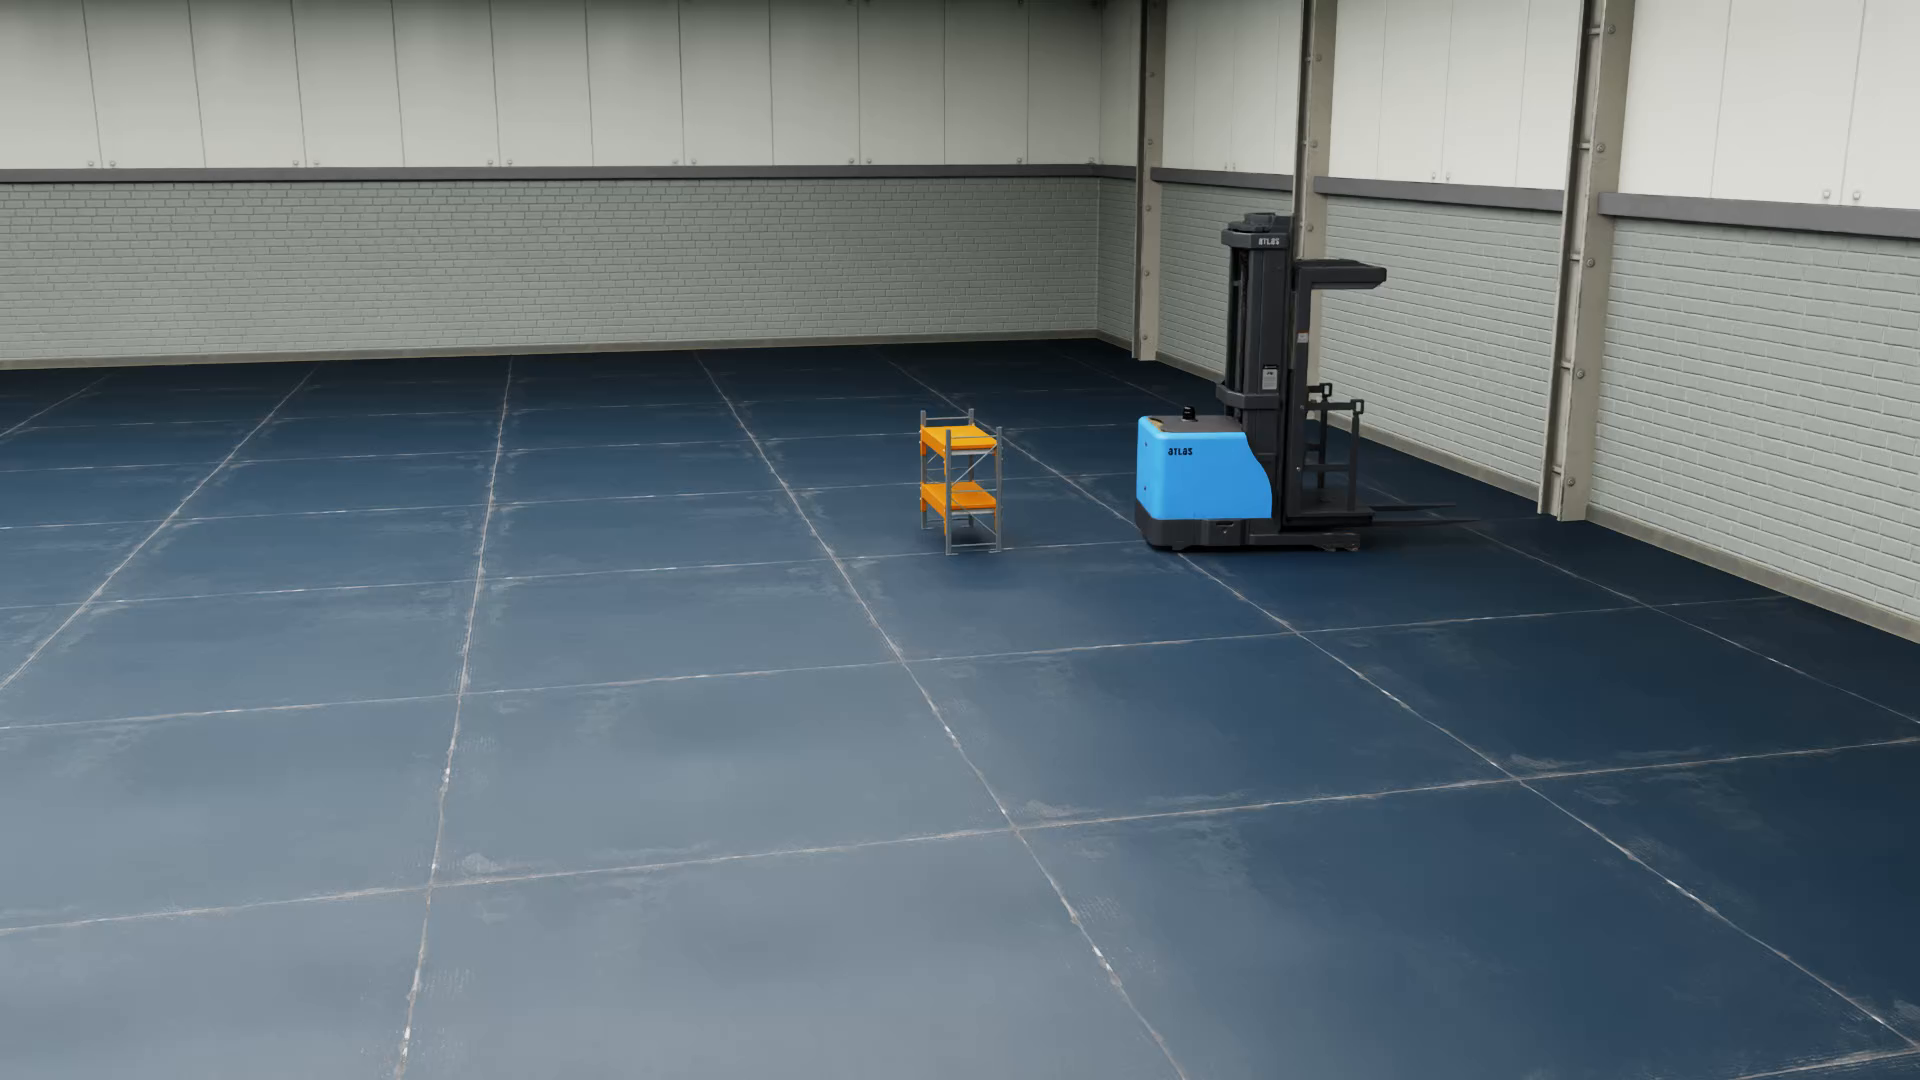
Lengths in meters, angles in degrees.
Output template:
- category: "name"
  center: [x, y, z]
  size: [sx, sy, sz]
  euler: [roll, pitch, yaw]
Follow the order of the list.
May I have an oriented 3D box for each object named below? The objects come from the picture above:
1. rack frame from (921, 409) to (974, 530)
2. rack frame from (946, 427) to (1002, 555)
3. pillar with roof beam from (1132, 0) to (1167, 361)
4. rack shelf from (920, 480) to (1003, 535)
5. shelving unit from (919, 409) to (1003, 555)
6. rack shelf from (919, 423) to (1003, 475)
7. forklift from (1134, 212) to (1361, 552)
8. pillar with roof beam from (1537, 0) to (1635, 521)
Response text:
- category: "rack frame"
  center: [-0.118, -0.662, 15.590]
  size: [0.500, 1.125, 0.032]
  euler: [-3, 14, -13]
- category: "rack frame"
  center: [0.121, -0.428, 14.630]
  size: [0.500, 1.125, 0.032]
  euler: [-3, 14, -13]
- category: "pillar with roof beam"
  center: [-1.130, -7.134, 25.491]
  size: [9.100, 9.000, 0.400]
  euler: [-3, 14, -13]
- category: "rack shelf"
  center: [0.002, -0.307, 15.168]
  size: [0.538, 0.278, 1.000]
  euler: [-3, 14, -13]
- category: "shelving unit"
  center: [0.002, -0.545, 15.110]
  size: [0.538, 1.125, 1.048]
  euler: [-3, 14, -13]
- category: "rack shelf"
  center: [0.002, -0.829, 15.041]
  size: [0.538, 0.278, 1.000]
  euler: [-3, 14, -13]
- category: "forklift"
  center: [3.179, -1.445, 14.990]
  size: [3.031, 2.935, 1.130]
  euler: [-1, 14, -4]
- category: "pillar with roof beam"
  center: [1.688, -4.366, 14.160]
  size: [9.100, 9.000, 0.400]
  euler: [-3, 14, -13]
